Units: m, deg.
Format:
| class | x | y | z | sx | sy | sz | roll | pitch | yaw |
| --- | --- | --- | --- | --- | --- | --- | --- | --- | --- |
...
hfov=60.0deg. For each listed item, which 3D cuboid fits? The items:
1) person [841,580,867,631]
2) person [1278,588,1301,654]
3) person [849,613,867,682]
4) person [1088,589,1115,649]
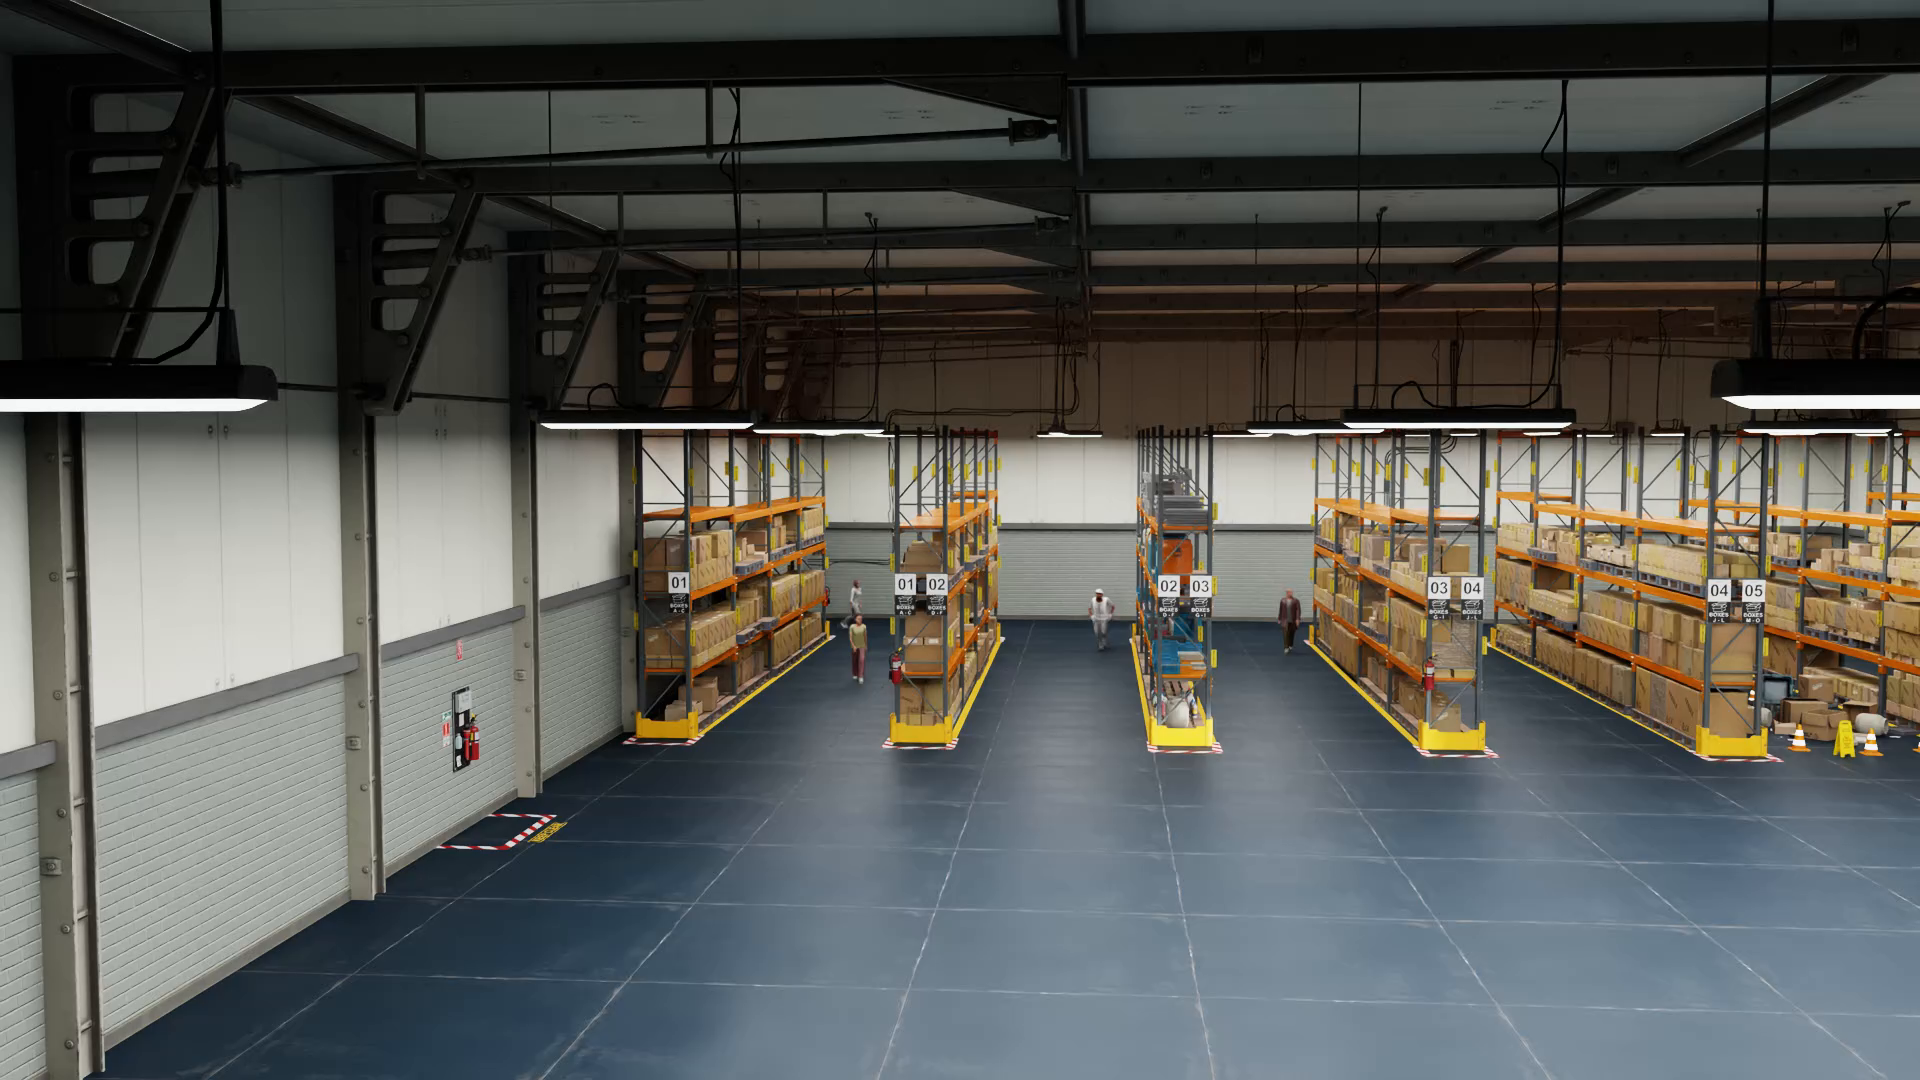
| class | x | y | z | sx | sy | sz | roll | pitch | yaw |
| --- | --- | --- | --- | --- | --- | --- | --- | --- | --- |
| person | -3.172 | 2.059 | 49.788 | 0.940 | 1.320 | 0.413 | 1 | 4 | 23 |
| person | 8.854 | 2.155 | 44.619 | 0.590 | 1.711 | 1.129 | 0 | 3 | 7 |
| person | -2.404 | 2.535 | 39.325 | 0.451 | 1.607 | 1.009 | -1 | 3 | -10 |
| person | 3.862 | 2.156 | 45.408 | 0.722 | 1.685 | 0.634 | 1 | 4 | 15 |
